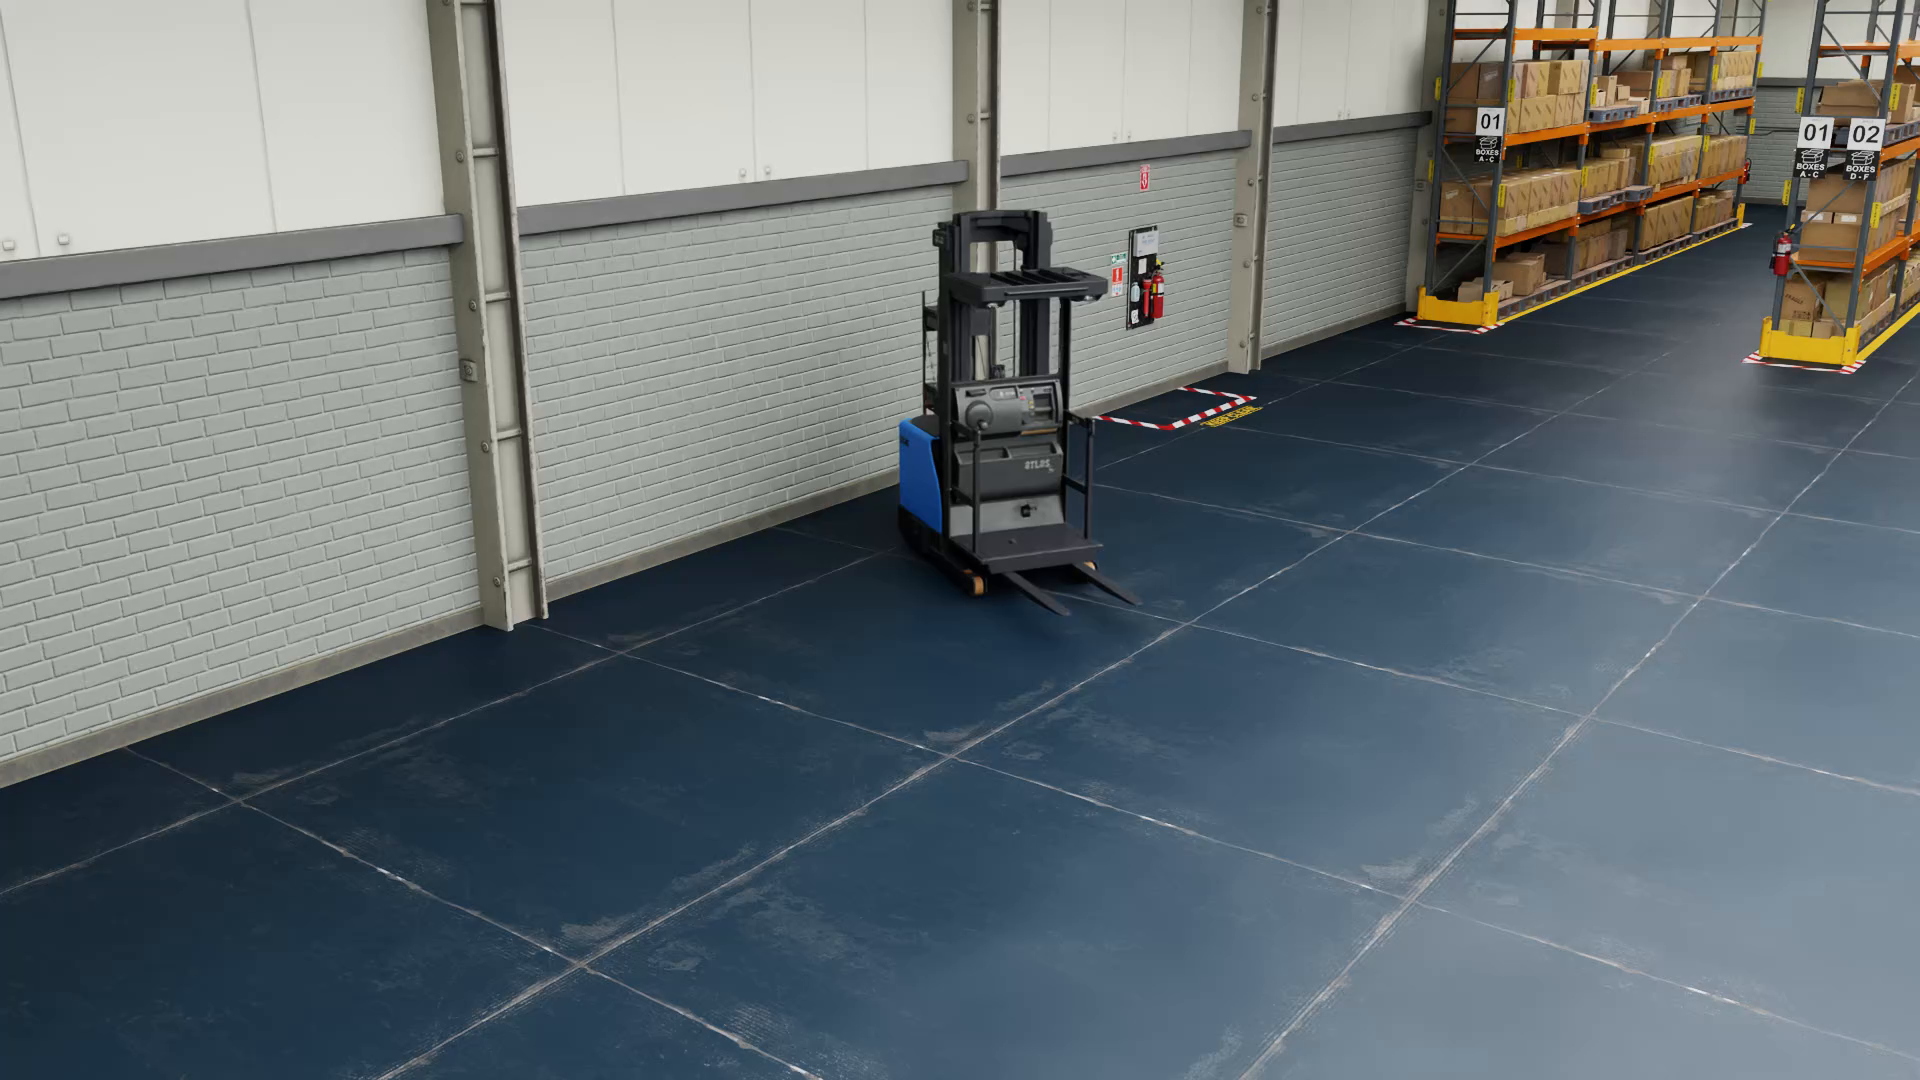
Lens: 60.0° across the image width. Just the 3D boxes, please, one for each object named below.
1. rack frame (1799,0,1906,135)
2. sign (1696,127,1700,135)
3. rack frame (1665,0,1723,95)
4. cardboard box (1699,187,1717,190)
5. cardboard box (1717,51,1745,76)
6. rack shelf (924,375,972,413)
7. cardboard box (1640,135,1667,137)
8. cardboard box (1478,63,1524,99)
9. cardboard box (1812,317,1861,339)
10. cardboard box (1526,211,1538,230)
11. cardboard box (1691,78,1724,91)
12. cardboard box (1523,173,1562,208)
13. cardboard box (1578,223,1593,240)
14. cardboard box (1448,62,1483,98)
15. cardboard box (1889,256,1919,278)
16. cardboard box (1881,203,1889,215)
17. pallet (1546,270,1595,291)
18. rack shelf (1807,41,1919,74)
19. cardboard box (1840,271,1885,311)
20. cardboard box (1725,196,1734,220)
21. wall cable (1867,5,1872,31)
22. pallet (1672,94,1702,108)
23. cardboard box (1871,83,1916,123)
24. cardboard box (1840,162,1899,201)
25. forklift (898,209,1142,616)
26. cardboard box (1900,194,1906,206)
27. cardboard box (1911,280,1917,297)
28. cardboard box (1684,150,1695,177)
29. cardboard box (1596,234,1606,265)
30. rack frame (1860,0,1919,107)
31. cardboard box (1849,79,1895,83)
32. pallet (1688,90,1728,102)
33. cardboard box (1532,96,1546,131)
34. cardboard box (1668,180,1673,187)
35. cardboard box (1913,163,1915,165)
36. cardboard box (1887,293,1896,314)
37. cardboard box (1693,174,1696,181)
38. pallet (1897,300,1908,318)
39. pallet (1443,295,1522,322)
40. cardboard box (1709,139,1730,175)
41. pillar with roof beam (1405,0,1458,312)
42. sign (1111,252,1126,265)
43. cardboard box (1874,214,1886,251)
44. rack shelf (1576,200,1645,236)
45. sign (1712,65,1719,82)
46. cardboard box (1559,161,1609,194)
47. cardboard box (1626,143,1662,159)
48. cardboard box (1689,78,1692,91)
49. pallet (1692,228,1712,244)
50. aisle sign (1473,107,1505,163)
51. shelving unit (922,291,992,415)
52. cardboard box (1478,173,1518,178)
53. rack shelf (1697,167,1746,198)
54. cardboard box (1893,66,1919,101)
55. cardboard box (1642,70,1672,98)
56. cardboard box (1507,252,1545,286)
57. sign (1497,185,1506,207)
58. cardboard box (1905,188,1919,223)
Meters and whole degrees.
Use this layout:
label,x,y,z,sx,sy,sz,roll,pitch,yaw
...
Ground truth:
label,x,y,z,sx,sy,sz,roll,pitch,yaw
rack frame,11.571,-6.776,21.392,1.000,3.000,0.127,12,21,35
sign,16.682,-9.147,37.549,0.100,0.325,0.005,12,21,35
rack frame,14.741,-10.509,33.411,1.000,3.000,0.127,12,21,35
cardboard box,16.701,-7.794,37.197,0.380,0.149,0.250,13,21,35
cardboard box,16.296,-10.098,35.259,0.500,0.500,0.500,11,21,32
rack shelf,-0.030,-1.181,15.051,0.480,0.518,0.431,-7,19,-22
cardboard box,13.951,-8.012,33.518,0.500,0.250,0.500,13,21,35
cardboard box,8.015,-6.802,24.644,0.500,0.500,0.500,11,20,31
cardboard box,12.070,-2.887,22.912,0.500,0.250,0.500,12,21,35
cardboard box,8.743,-5.030,26.104,0.500,0.250,0.500,12,21,34
cardboard box,15.364,-9.371,34.181,0.500,0.250,0.500,12,21,35
cardboard box,9.339,-5.629,26.768,0.500,0.500,0.500,12,21,33
cardboard box,10.966,-5.521,29.674,0.500,0.250,0.500,12,21,33
cardboard box,7.638,-6.902,24.966,0.500,0.500,0.500,14,22,37
cardboard box,15.316,-4.440,26.967,0.500,0.311,0.500,13,22,36
cardboard box,12.895,-4.690,23.527,0.380,0.149,0.250,13,21,35
pallet,10.437,-4.593,29.177,1.003,0.211,1.213,12,21,35
rack shelf,12.763,-6.718,23.092,1.077,0.370,4.000,12,21,35
cardboard box,12.965,-3.602,23.949,0.500,0.500,0.500,12,21,35
cardboard box,16.787,-7.419,37.084,0.700,0.500,0.500,12,21,35
wall cable,22.954,-13.197,38.786,3.097,2.526,0.112,12,21,35
pallet,14.234,-8.758,33.153,0.805,0.209,1.217,11,21,33
cardboard box,12.780,-6.006,22.857,0.500,0.500,0.500,12,21,35
cardboard box,13.096,-5.185,24.026,0.700,0.500,0.500,12,21,35
forklift,0.481,-1.088,13.305,1.130,2.935,3.031,-7,19,-21
cardboard box,13.816,-5.060,24.719,0.380,0.149,0.250,12,21,34
cardboard box,15.006,-4.049,26.653,0.500,0.250,0.500,12,21,33
cardboard box,14.372,-7.566,33.345,0.500,0.500,0.500,13,21,35
cardboard box,11.297,-5.301,30.231,0.700,0.500,0.500,12,21,34
rack frame,13.955,-7.729,24.460,1.000,3.000,0.127,12,21,35
cardboard box,13.443,-6.538,24.570,0.500,0.500,0.500,15,22,39
pallet,15.237,-9.227,34.491,1.003,0.211,1.213,12,21,35
cardboard box,8.646,-6.557,25.541,0.500,0.500,0.500,14,22,37
cardboard box,13.807,-7.047,32.768,0.380,0.149,0.250,13,22,36
cardboard box,17.321,-6.419,29.480,0.500,0.500,0.700,-15,23,-40
cardboard box,13.854,-3.602,25.215,0.500,0.250,0.500,12,21,35
cardboard box,14.767,-7.403,33.915,0.380,0.149,0.250,13,21,35
pallet,14.362,-3.715,26.350,1.003,0.211,1.213,12,21,35
pallet,8.149,-3.659,26.172,1.003,0.211,1.213,12,21,35
cardboard box,15.942,-8.261,35.784,0.980,0.700,0.700,11,20,32
pillar with roof beam,10.771,-7.210,22.787,9.100,9.000,0.400,12,21,35
sign,1.833,-3.251,19.200,0.001,0.109,0.331,12,21,35
cardboard box,12.780,-4.437,23.806,0.700,0.500,0.500,13,22,36
rack shelf,11.166,-5.871,29.806,1.077,0.370,4.000,12,21,35
sign,15.182,-9.380,33.431,0.100,0.325,0.005,12,21,35
cardboard box,11.011,-6.406,29.403,0.700,0.500,0.500,16,24,42
cardboard box,12.852,-7.318,31.284,0.500,0.250,0.500,13,22,36
cardboard box,14.960,-9.458,34.460,0.500,0.250,0.500,13,21,35
pallet,15.257,-6.480,35.253,1.003,0.211,1.213,12,21,35
aisle sign,7.789,-5.957,24.486,0.394,0.787,0.004,12,21,35
shelving unit,-0.030,-1.194,15.047,0.503,2.100,0.431,-7,19,-22
cardboard box,8.613,-5.594,26.653,0.500,0.500,0.500,13,21,35
rack shelf,15.933,-7.777,35.942,1.077,0.370,4.000,12,21,35
cardboard box,14.354,-6.924,25.204,0.500,0.500,0.500,13,21,35
cardboard box,13.214,-8.772,31.966,0.700,0.500,0.500,14,22,37
cardboard box,9.388,-4.501,27.652,0.500,0.500,0.500,11,20,31
sign,8.027,-5.103,24.660,0.100,0.325,0.005,12,21,35
cardboard box,15.351,-5.462,27.106,0.500,0.500,0.500,11,20,32
